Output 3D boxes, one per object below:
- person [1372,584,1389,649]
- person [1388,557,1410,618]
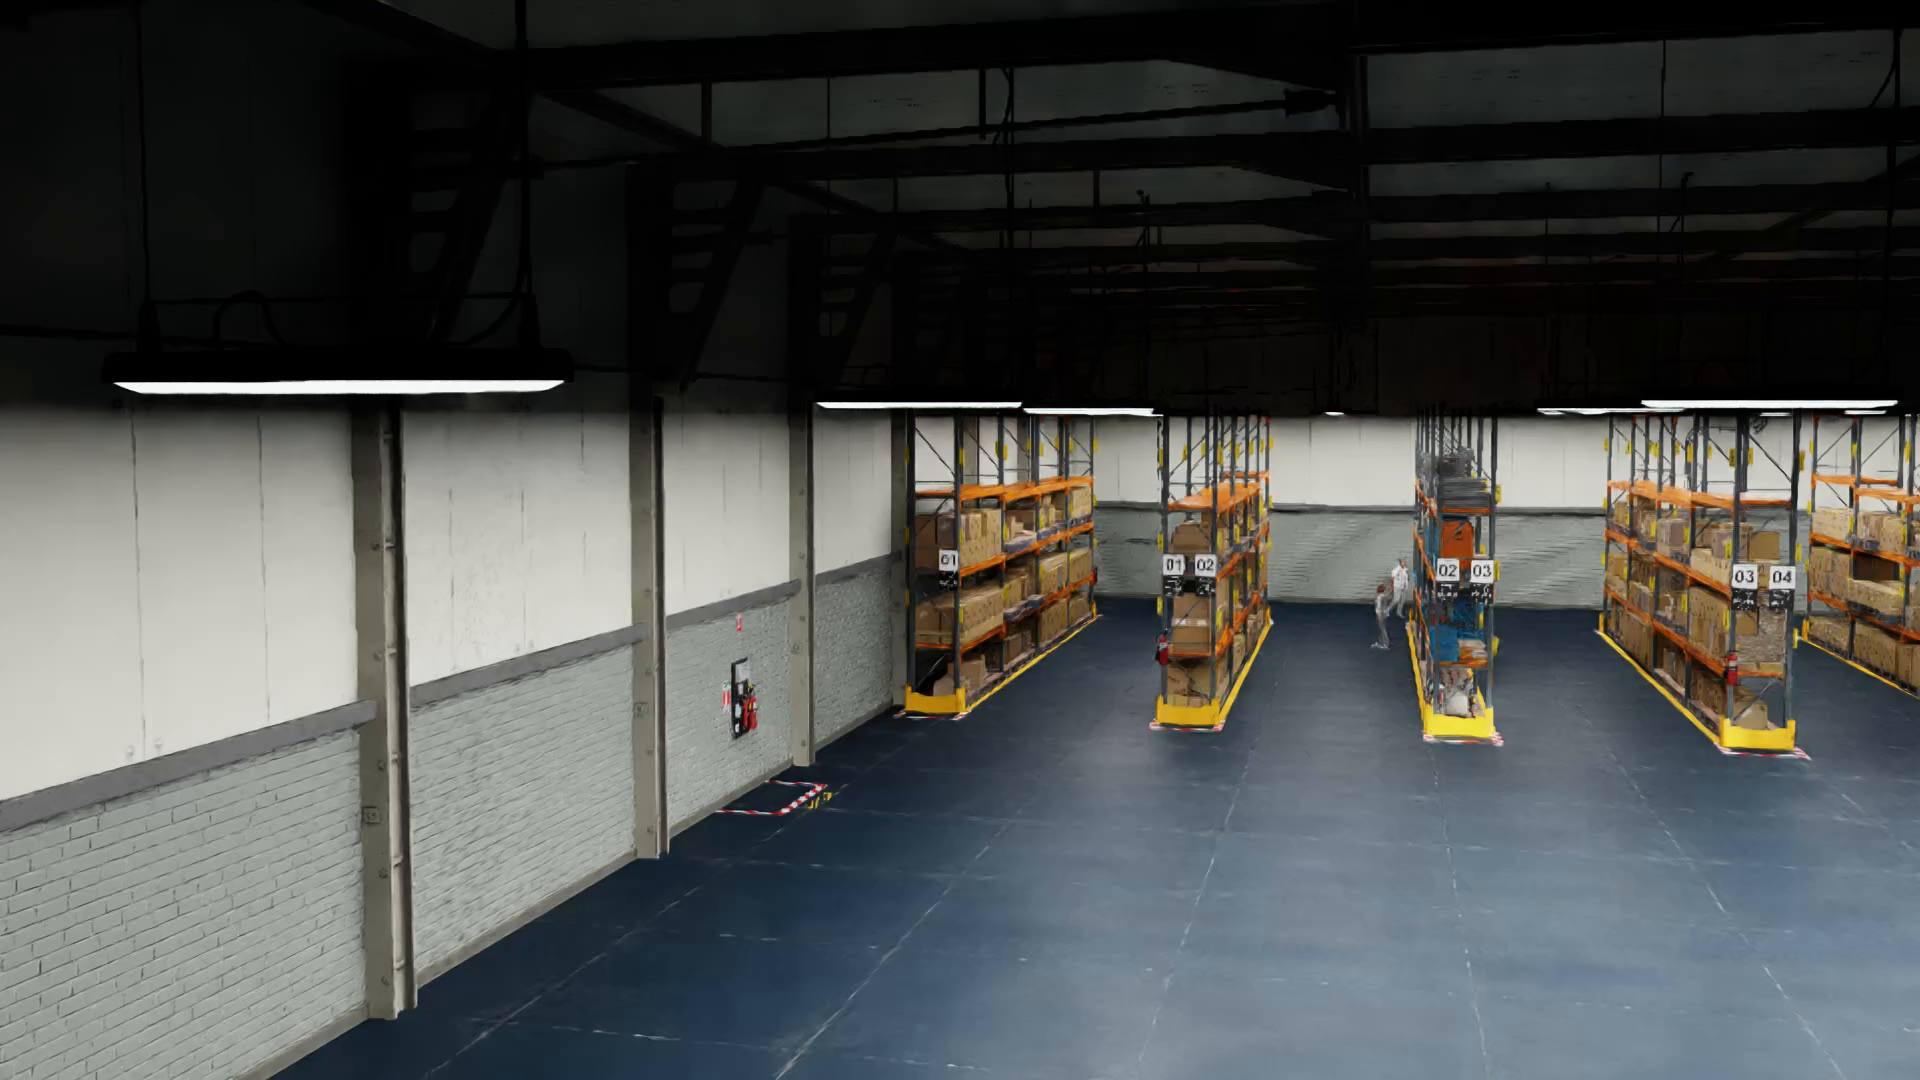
[{"bbox_3d":[10.475,1.901,41.386,0.518,1.593,0.489,3,5,34],"label":"person"},{"bbox_3d":[12.625,1.359,47.981,0.675,1.754,0.536,-2,5,-29],"label":"person"}]
